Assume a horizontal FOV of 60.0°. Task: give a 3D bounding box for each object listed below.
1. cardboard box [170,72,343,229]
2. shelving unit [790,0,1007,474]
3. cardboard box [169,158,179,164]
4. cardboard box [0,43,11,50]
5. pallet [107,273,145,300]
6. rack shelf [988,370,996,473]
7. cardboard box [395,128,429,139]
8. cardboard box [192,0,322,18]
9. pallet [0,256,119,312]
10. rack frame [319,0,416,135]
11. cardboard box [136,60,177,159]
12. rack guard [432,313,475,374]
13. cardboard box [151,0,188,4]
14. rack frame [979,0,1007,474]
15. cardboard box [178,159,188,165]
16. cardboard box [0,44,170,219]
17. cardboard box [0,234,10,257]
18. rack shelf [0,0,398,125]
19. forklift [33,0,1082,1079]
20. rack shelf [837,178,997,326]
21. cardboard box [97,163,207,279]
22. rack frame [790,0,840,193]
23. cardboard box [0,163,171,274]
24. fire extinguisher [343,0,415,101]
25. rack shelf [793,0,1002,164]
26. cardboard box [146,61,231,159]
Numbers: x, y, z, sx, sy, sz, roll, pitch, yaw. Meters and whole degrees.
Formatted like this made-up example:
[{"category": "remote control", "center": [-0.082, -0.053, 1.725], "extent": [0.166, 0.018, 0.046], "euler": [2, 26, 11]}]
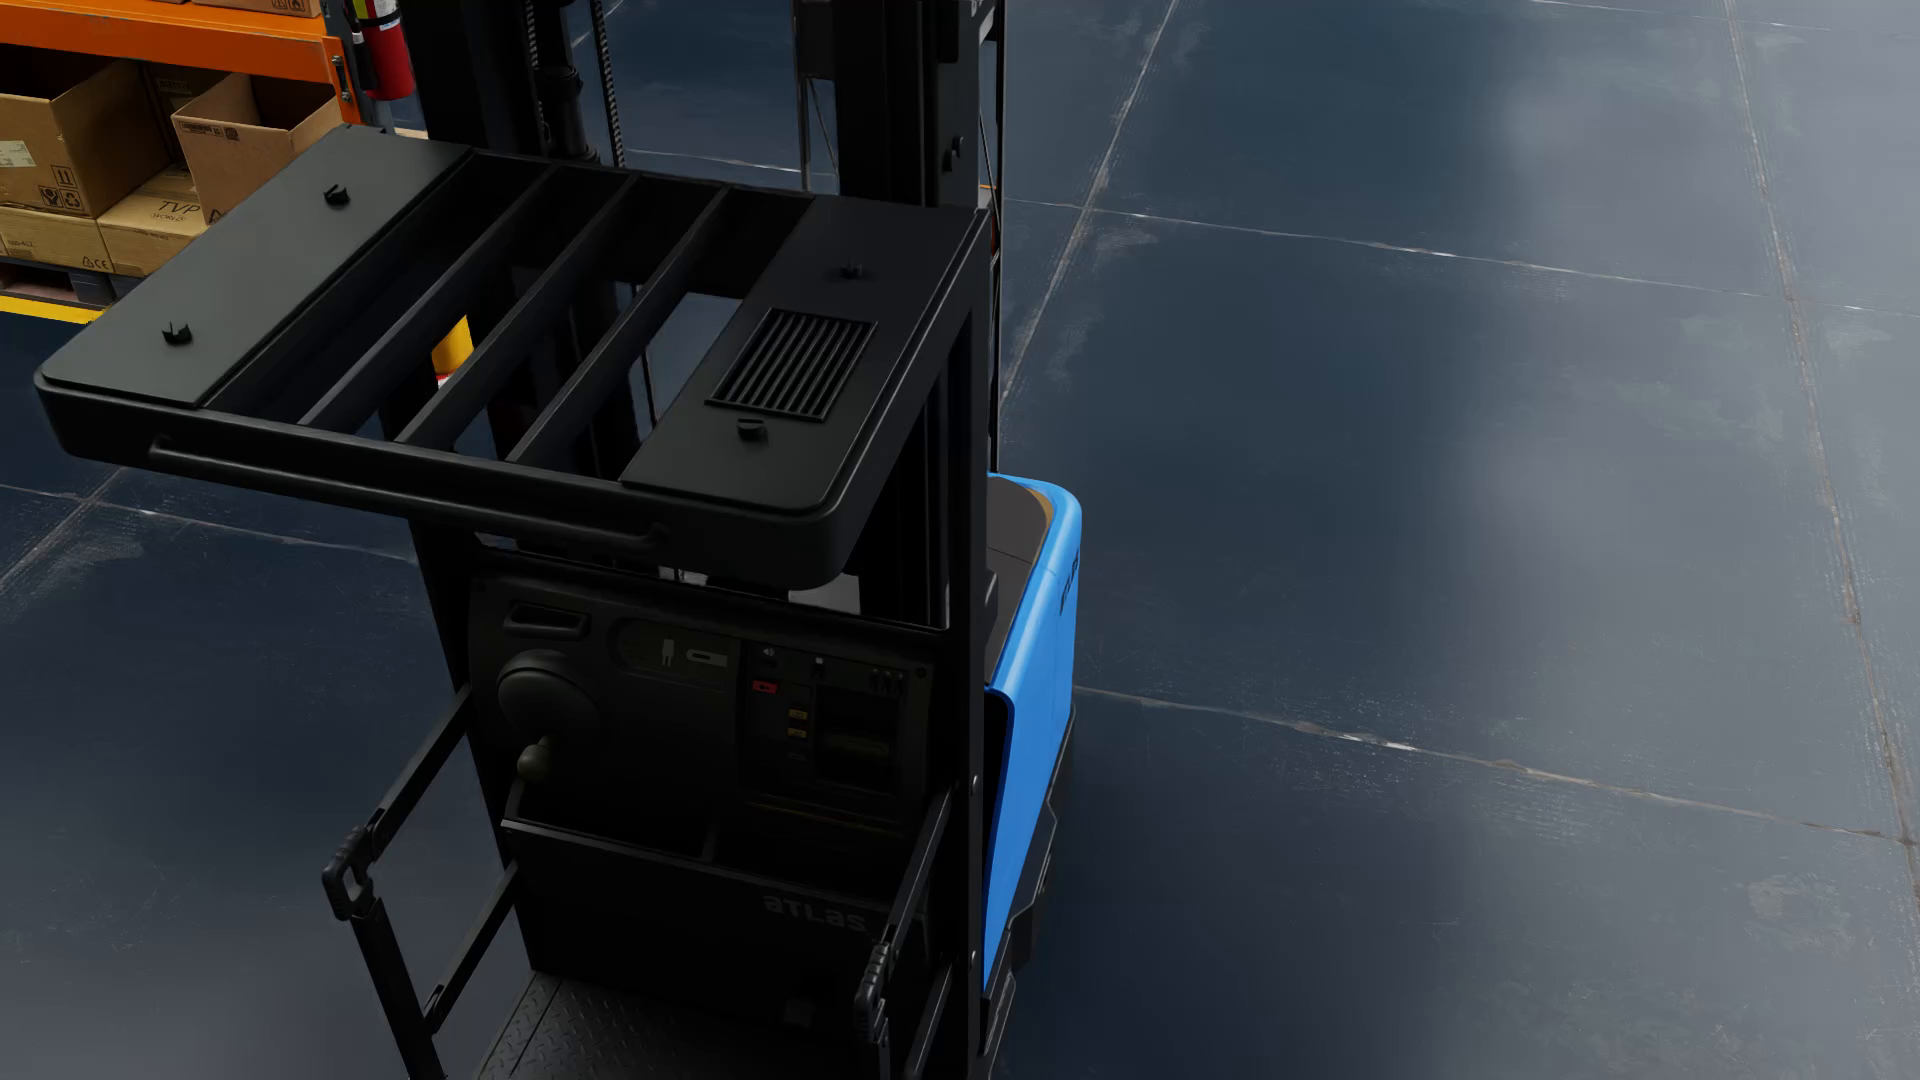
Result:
[{"category": "cardboard box", "center": [-2.607, -1.486, 6.416], "extent": [0.500, 0.500, 0.500], "euler": [10, 41, 11]}, {"category": "shelving unit", "center": [-0.160, -0.832, 5.107], "extent": [0.503, 2.100, 0.431], "euler": [10, 41, 11]}, {"category": "cardboard box", "center": [-3.440, -1.687, 7.237], "extent": [0.500, 0.250, 0.500], "euler": [10, 41, 11]}, {"category": "cardboard box", "center": [-4.060, -1.728, 6.703], "extent": [0.500, 0.500, 0.500], "euler": [10, 41, 11]}, {"category": "pallet", "center": [-2.762, -1.220, 7.039], "extent": [1.213, 0.211, 1.003], "euler": [10, 41, 11]}, {"category": "rack shelf", "center": [-0.160, -0.285, 5.566], "extent": [0.480, 0.518, 0.431], "euler": [10, 41, 11]}, {"category": "cardboard box", "center": [-2.473, -1.522, 7.042], "extent": [0.500, 0.250, 0.500], "euler": [10, 41, 11]}, {"category": "cardboard box", "center": [-2.460, -2.311, 6.092], "extent": [0.500, 0.500, 0.700], "euler": [10, 41, 11]}, {"category": "pallet", "center": [-3.937, -1.425, 7.282], "extent": [1.213, 0.211, 1.003], "euler": [10, 41, 11]}, {"category": "rack frame", "center": [-2.012, -2.187, 6.022], "extent": [0.127, 3.000, 1.000], "euler": [10, 41, 11]}, {"category": "cardboard box", "center": [-3.443, -1.967, 6.988], "extent": [0.500, 0.500, 0.500], "euler": [10, 41, 11]}, {"category": "rack guard", "center": [-1.989, -1.226, 6.821], "extent": [0.348, 0.500, 1.175], "euler": [10, 41, 11]}, {"category": "cardboard box", "center": [-2.969, -2.395, 6.192], "extent": [0.500, 0.500, 0.700], "euler": [11, 41, 13]}, {"category": "rack frame", "center": [0.076, -0.791, 5.059], "extent": [0.015, 2.100, 0.400], "euler": [10, 41, 11]}, {"category": "cardboard box", "center": [-2.957, -1.603, 7.138], "extent": [0.500, 0.250, 0.500], "euler": [10, 41, 11]}, {"category": "cardboard box", "center": [-3.577, -1.644, 6.603], "extent": [0.500, 0.500, 0.500], "euler": [10, 41, 11]}, {"category": "cardboard box", "center": [-4.059, -1.443, 6.947], "extent": [0.500, 0.250, 0.500], "euler": [10, 41, 11]}, {"category": "rack shelf", "center": [-3.944, -2.244, 6.649], "extent": [4.000, 0.370, 1.077], "euler": [10, 41, 11]}, {"category": "forklift", "center": [-0.557, 0.394, 3.002], "extent": [1.130, 2.935, 3.031], "euler": [10, 41, 12]}, {"category": "rack shelf", "center": [-0.160, -0.821, 5.116], "extent": [0.480, 0.518, 0.431], "euler": [10, 41, 11]}, {"category": "cardboard box", "center": [-3.093, -1.276, 6.749], "extent": [0.500, 0.250, 0.500], "euler": [10, 41, 11]}, {"category": "rack frame", "center": [-0.396, -0.872, 5.156], "extent": [0.015, 2.100, 0.400], "euler": [10, 41, 11]}, {"category": "cardboard box", "center": [-3.576, -1.358, 6.846], "extent": [0.500, 0.250, 0.500], "euler": [10, 41, 11]}, {"category": "fire extinguisher", "center": [-2.018, -1.849, 5.680], "extent": [0.183, 0.674, 0.296], "euler": [10, 41, 11]}, {"category": "rack shelf", "center": [-0.160, -1.357, 4.666], "extent": [0.480, 0.518, 0.431], "euler": [10, 41, 11]}, {"category": "cardboard box", "center": [-2.956, -1.891, 6.898], "extent": [0.500, 0.500, 0.500], "euler": [10, 41, 11]}]
